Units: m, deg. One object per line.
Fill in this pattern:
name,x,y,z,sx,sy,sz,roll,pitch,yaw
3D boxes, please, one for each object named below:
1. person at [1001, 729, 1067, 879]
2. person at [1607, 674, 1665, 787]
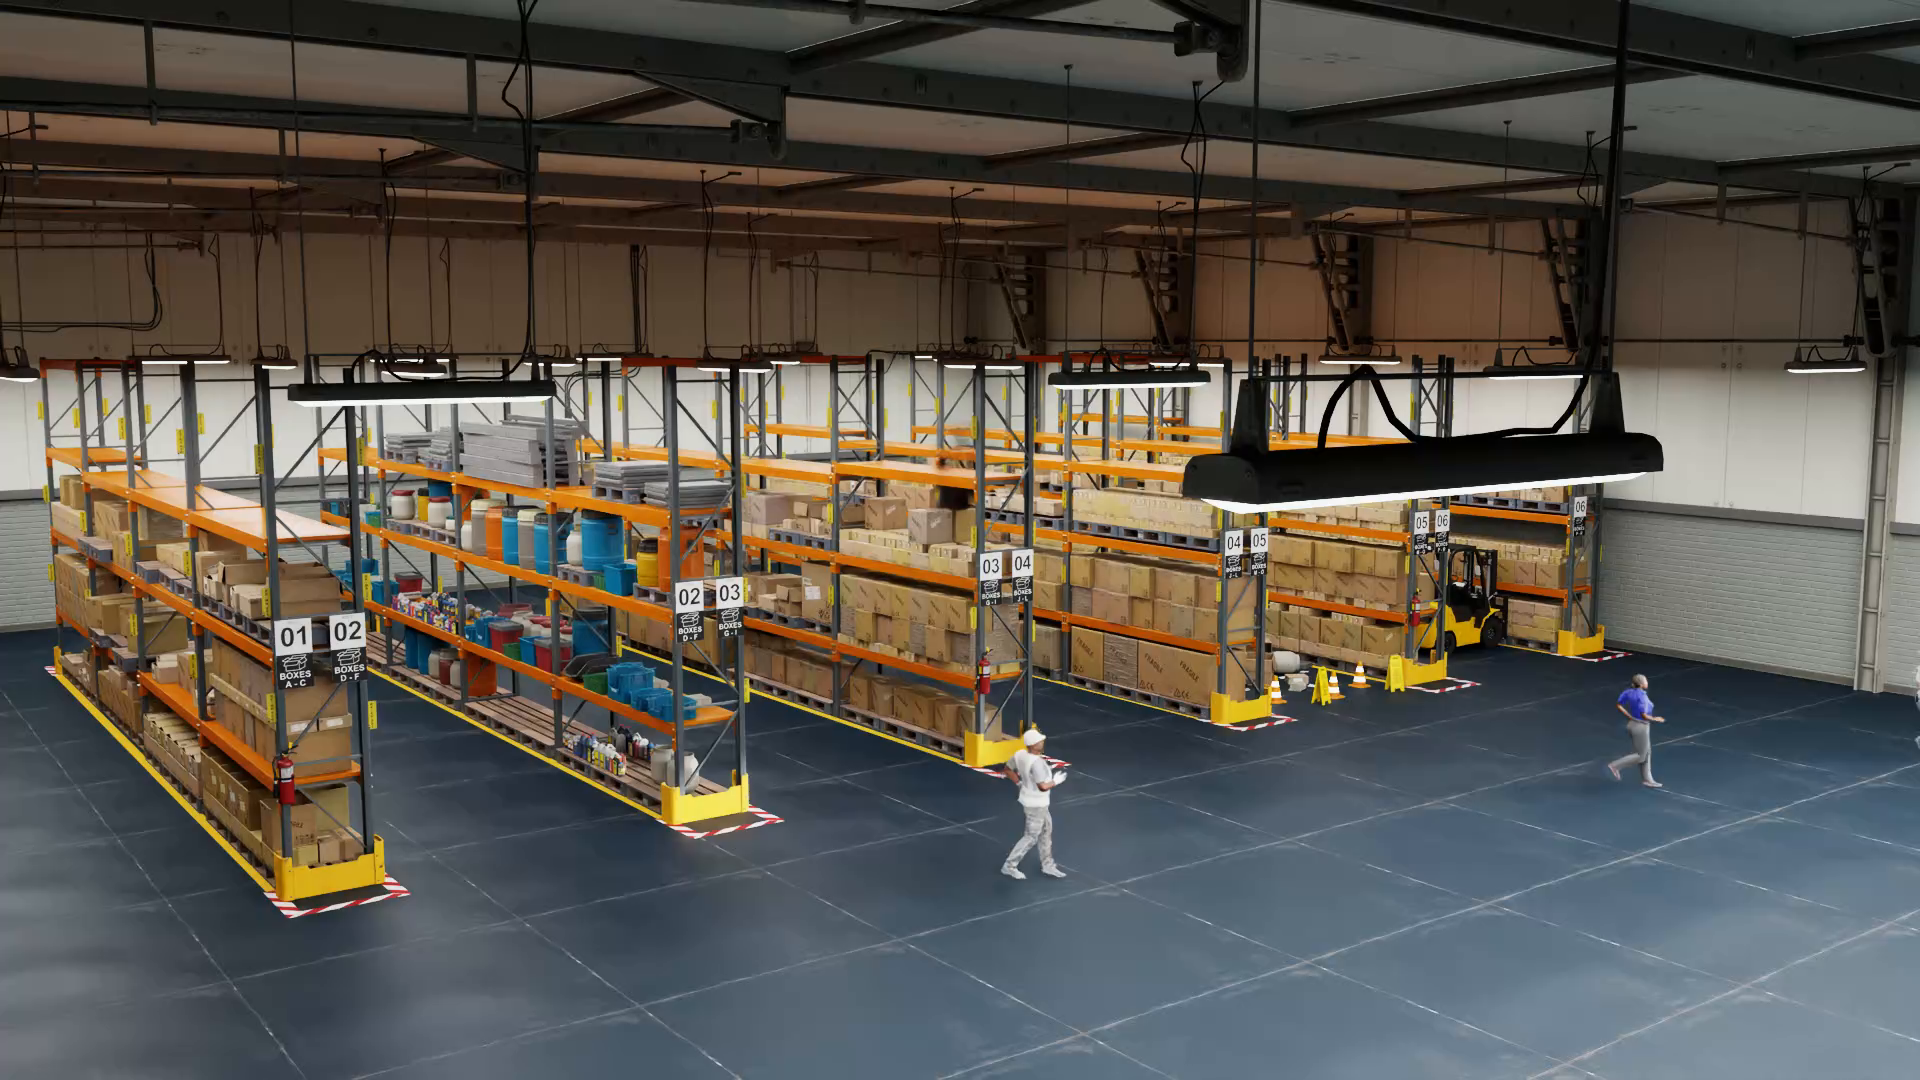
person,0.869,3.104,19.396,0.824,1.823,0.664,-2,7,-13
person,9.560,2.703,23.524,0.851,1.650,0.579,-1,7,-5
